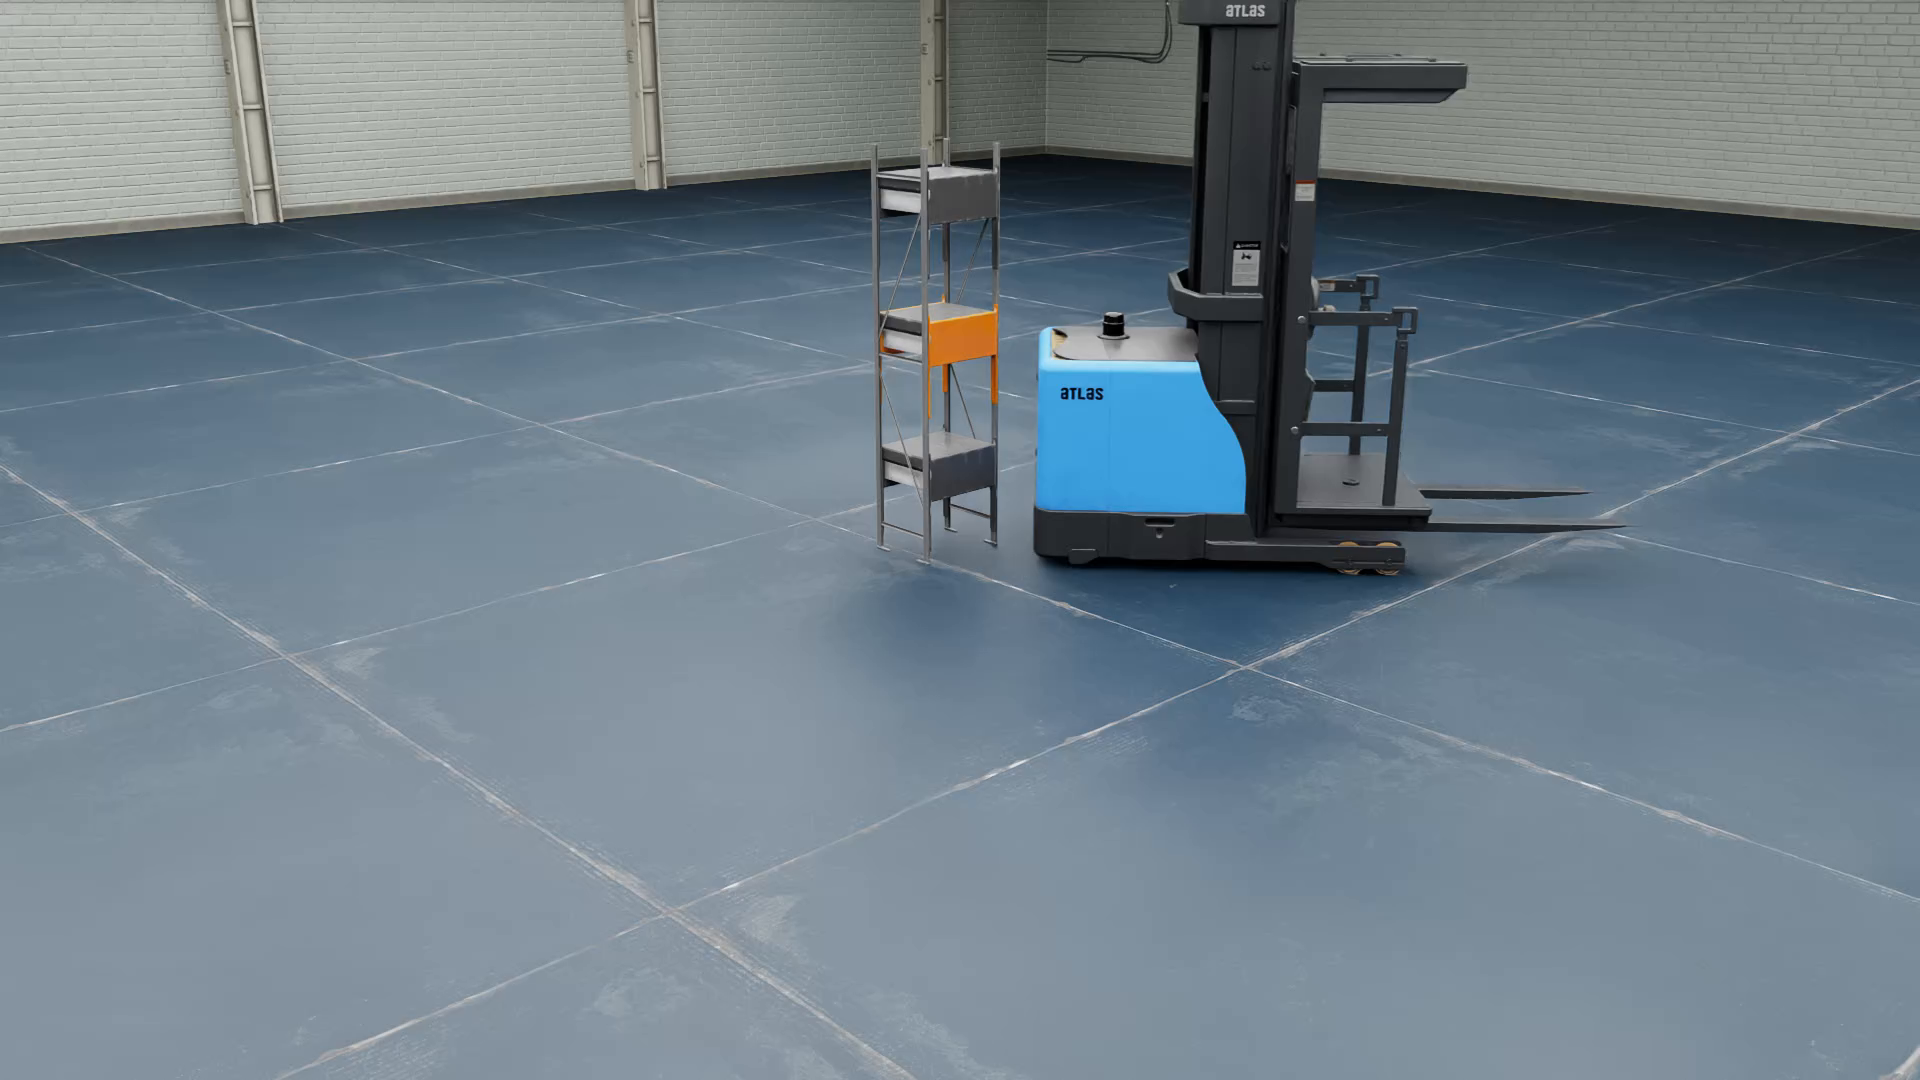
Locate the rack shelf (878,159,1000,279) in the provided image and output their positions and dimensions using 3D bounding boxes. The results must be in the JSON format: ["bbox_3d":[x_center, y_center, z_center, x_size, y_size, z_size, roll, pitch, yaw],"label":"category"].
[{"bbox_3d":[-0.120,-1.617,8.341,0.480,0.518,0.431,-16,24,-41],"label":"rack shelf"}]

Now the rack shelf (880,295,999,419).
[{"bbox_3d":[-0.120,-0.951,8.557,0.480,0.518,0.431,-16,24,-41],"label":"rack shelf"}]

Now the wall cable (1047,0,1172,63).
[{"bbox_3d":[2.611,-9.858,29.833,0.112,2.526,3.097,-16,24,-41],"label":"wall cable"}]

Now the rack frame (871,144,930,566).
[{"bbox_3d":[-0.298,-0.912,8.393,0.015,2.100,0.400,-16,24,-41],"label":"rack frame"}]

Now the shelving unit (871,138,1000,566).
[{"bbox_3d":[-0.120,-0.964,8.553,0.503,2.100,0.431,-16,24,-41],"label":"shelving unit"}]

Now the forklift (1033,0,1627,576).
[{"bbox_3d":[1.914,-1.383,8.497,3.031,2.935,1.130,1,18,3],"label":"forklift"}]

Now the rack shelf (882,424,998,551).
[{"bbox_3d":[-0.120,-0.285,8.773,0.480,0.518,0.431,-16,24,-41],"label":"rack shelf"}]

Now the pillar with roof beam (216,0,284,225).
[{"bbox_3d":[-6.200,-7.500,17.525,0.400,9.000,9.100,-16,24,-41],"label":"pillar with roof beam"}]

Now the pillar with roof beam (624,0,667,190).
[{"bbox_3d":[-1.840,-8.771,21.446,0.400,9.000,9.100,-16,24,-41],"label":"pillar with roof beam"}]

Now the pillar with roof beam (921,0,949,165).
[{"bbox_3d":[2.520,-10.042,25.367,0.400,9.000,9.100,-16,24,-41],"label":"pillar with roof beam"}]

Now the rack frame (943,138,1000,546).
[{"bbox_3d":[0.057,-1.015,8.712,0.015,2.100,0.400,-16,24,-41],"label":"rack frame"}]
